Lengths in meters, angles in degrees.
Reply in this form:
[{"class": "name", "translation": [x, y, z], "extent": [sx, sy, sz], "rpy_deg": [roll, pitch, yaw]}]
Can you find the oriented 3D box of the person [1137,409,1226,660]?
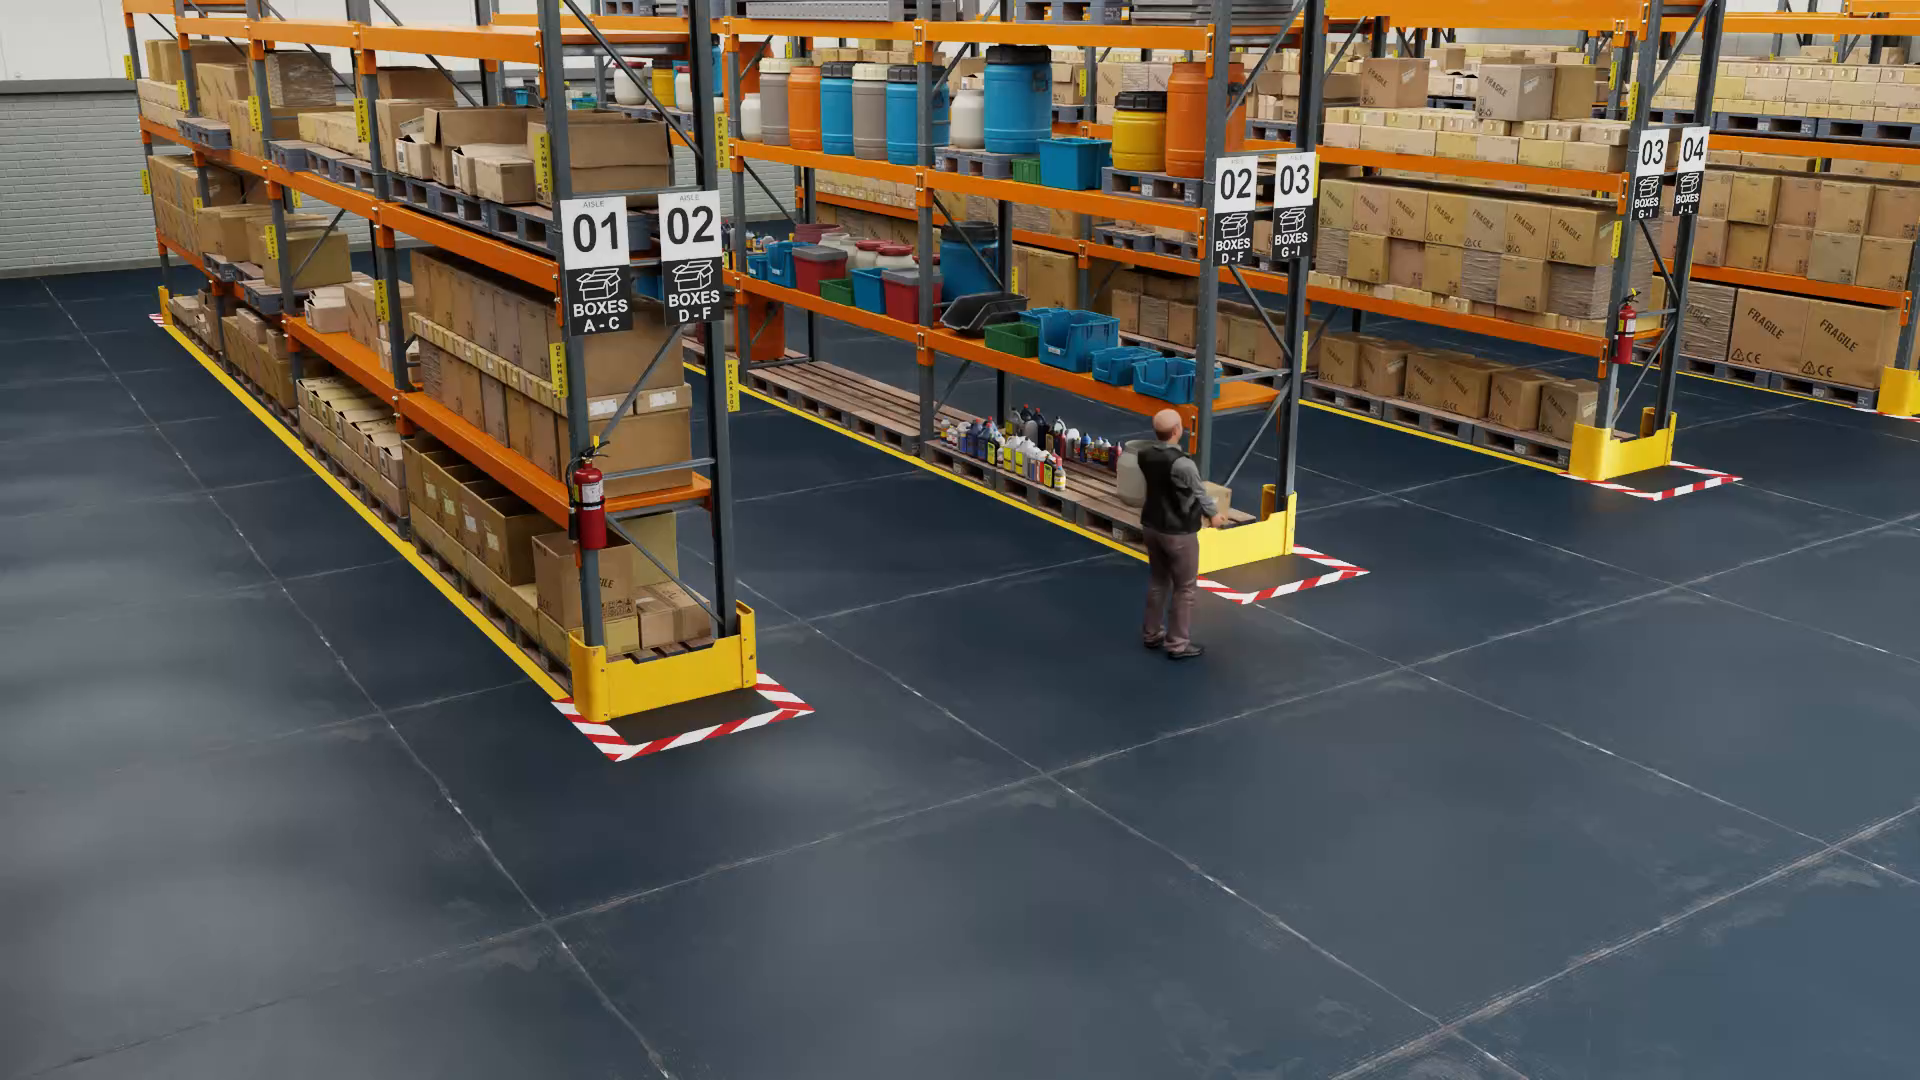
[{"class": "person", "translation": [1.500, -0.070, 11.317], "extent": [0.550, 1.716, 0.498], "rpy_deg": [-11, 21, -32]}]
